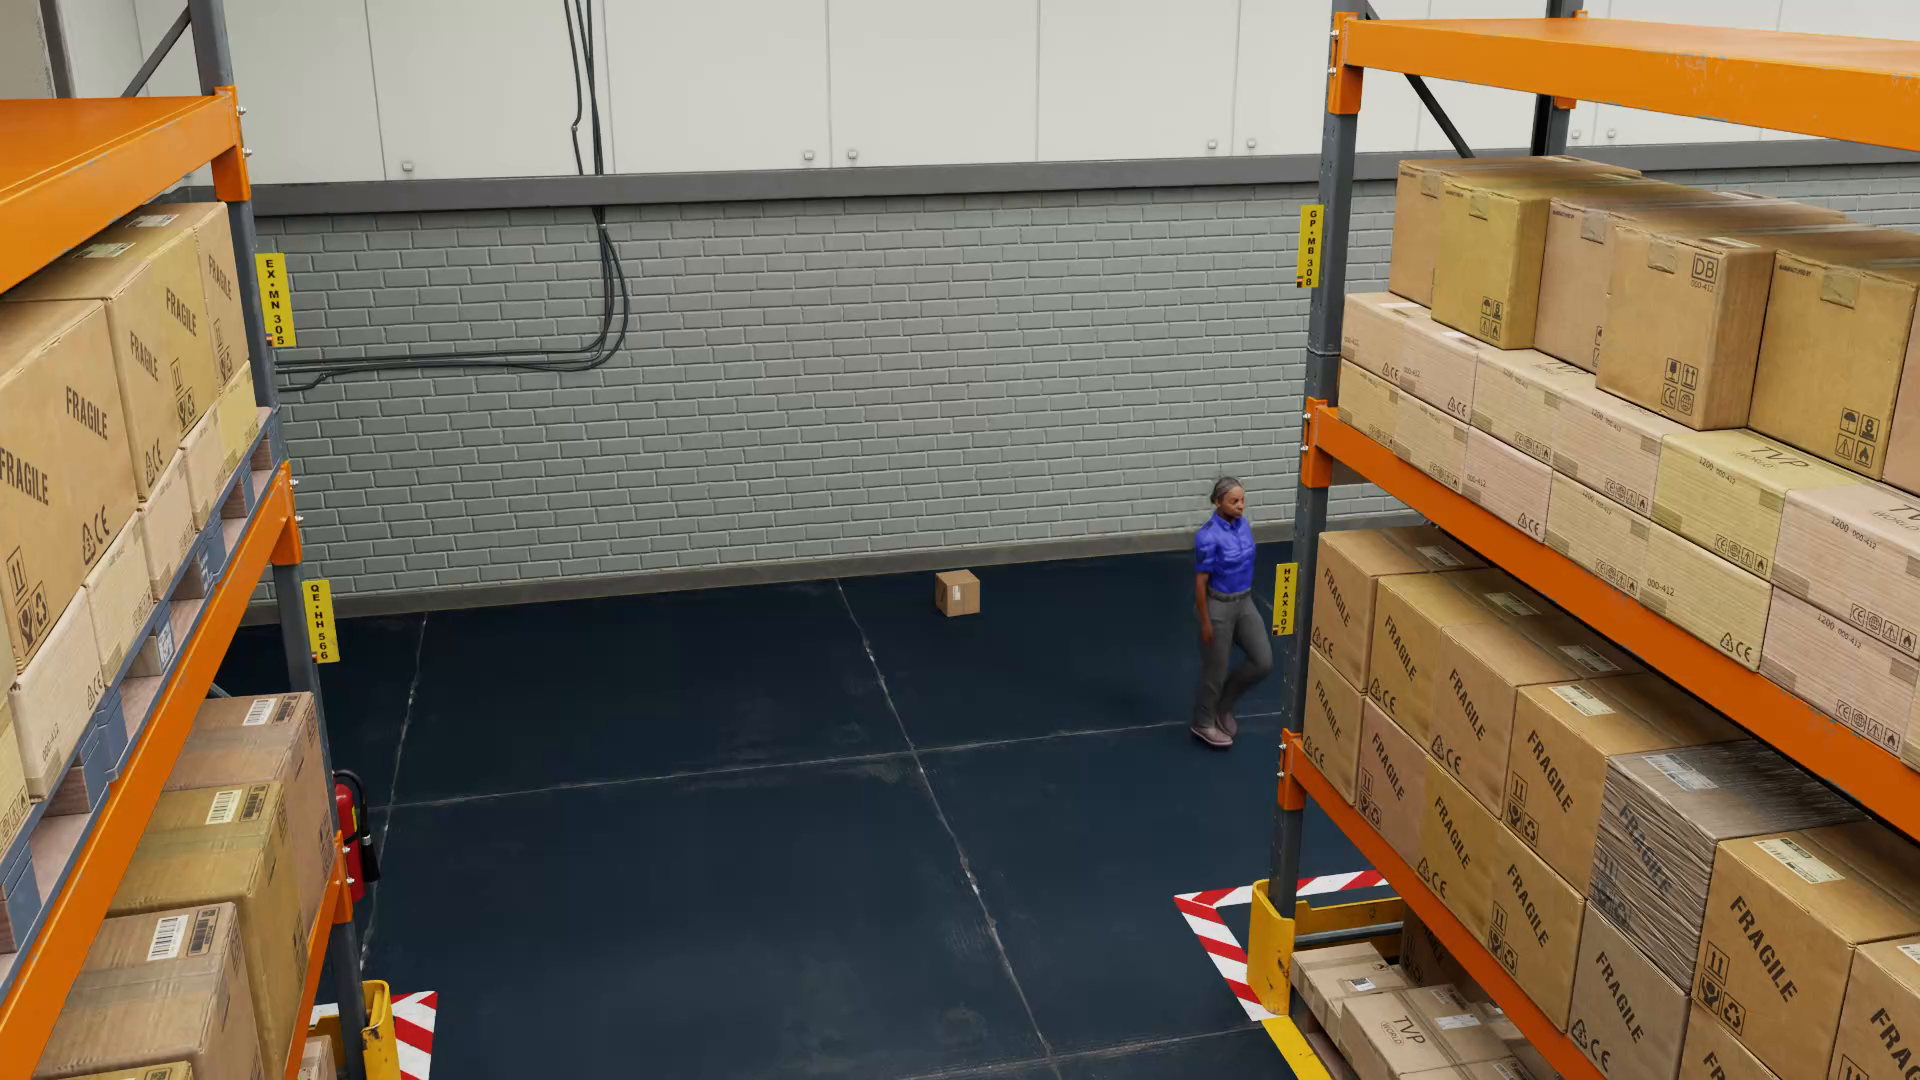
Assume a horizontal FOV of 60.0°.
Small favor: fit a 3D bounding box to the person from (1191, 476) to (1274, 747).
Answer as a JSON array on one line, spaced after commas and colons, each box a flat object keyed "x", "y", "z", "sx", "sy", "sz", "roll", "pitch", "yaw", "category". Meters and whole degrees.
[{"x": 1.599, "y": 0.445, "z": 9.785, "sx": 0.481, "sy": 1.673, "sz": 0.417, "roll": -17, "pitch": 26, "yaw": -38, "category": "person"}]
